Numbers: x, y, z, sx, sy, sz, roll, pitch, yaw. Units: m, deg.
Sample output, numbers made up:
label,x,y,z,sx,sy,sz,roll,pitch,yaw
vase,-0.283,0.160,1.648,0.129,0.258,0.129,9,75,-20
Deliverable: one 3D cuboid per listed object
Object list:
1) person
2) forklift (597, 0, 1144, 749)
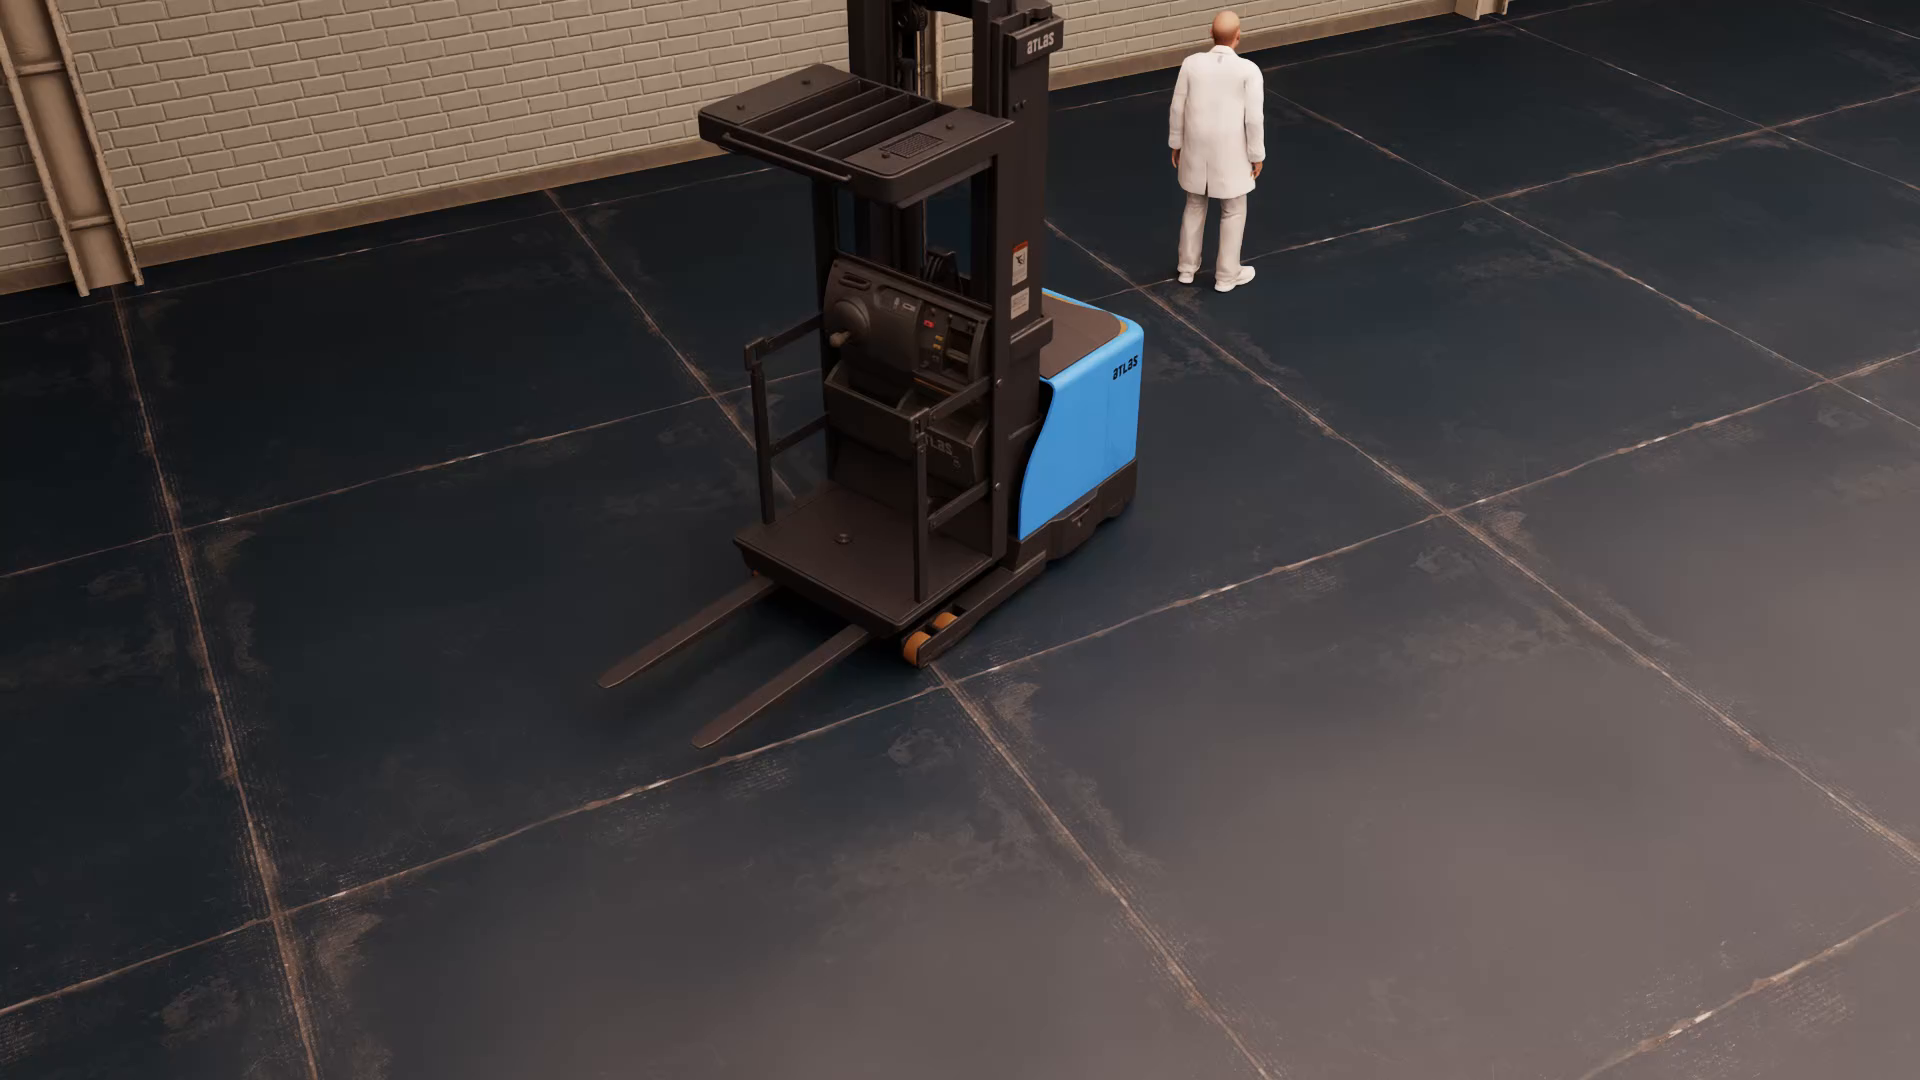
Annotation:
label,x,y,z,sx,sy,sz,roll,pitch,yaw
person,1.640,-2.478,10.632,0.644,1.772,0.436,17,38,22
forklift,-0.390,-0.927,7.434,1.130,2.935,3.031,26,43,31
